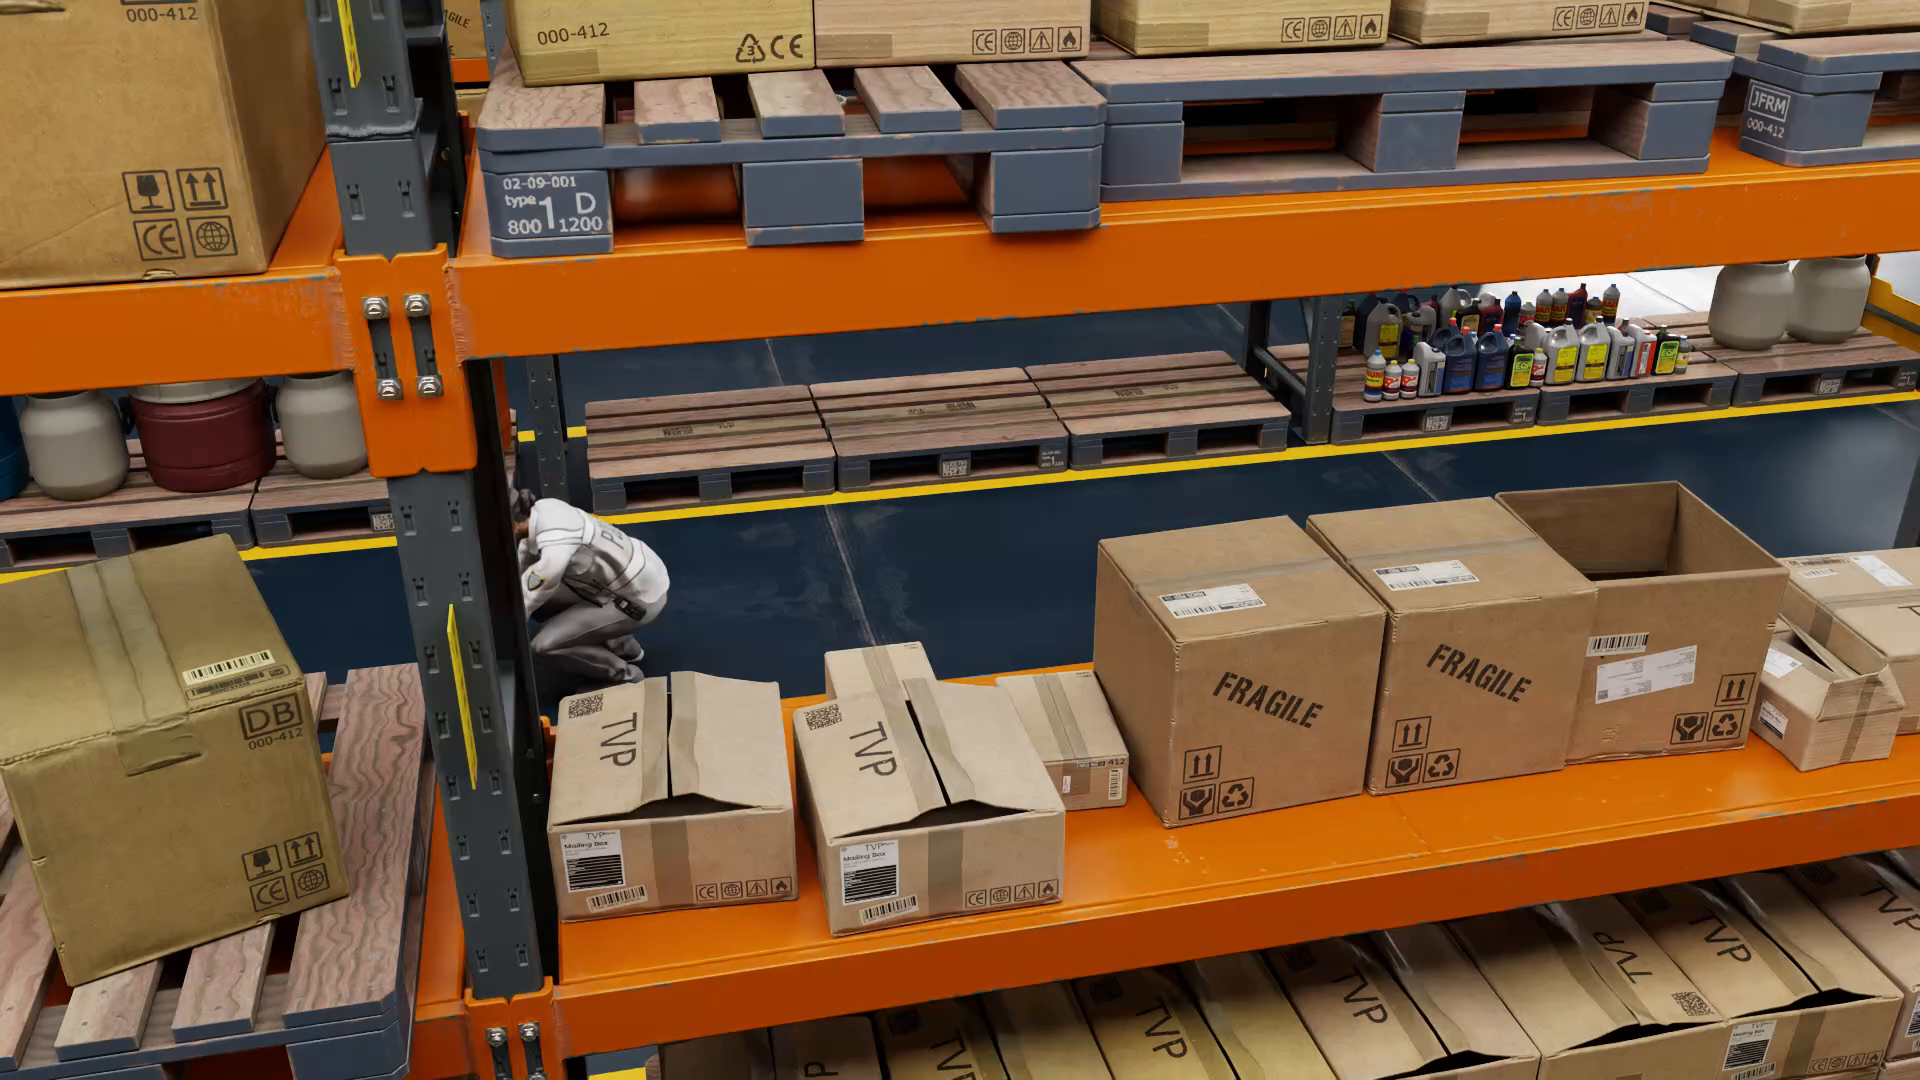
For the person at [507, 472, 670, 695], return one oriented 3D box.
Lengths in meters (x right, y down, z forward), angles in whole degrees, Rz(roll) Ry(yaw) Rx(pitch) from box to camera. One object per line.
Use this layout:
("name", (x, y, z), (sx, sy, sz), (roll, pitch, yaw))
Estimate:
("person", (-1.575, 0.157, 6.593), (0.827, 0.970, 0.486), (-6, 28, -12))
